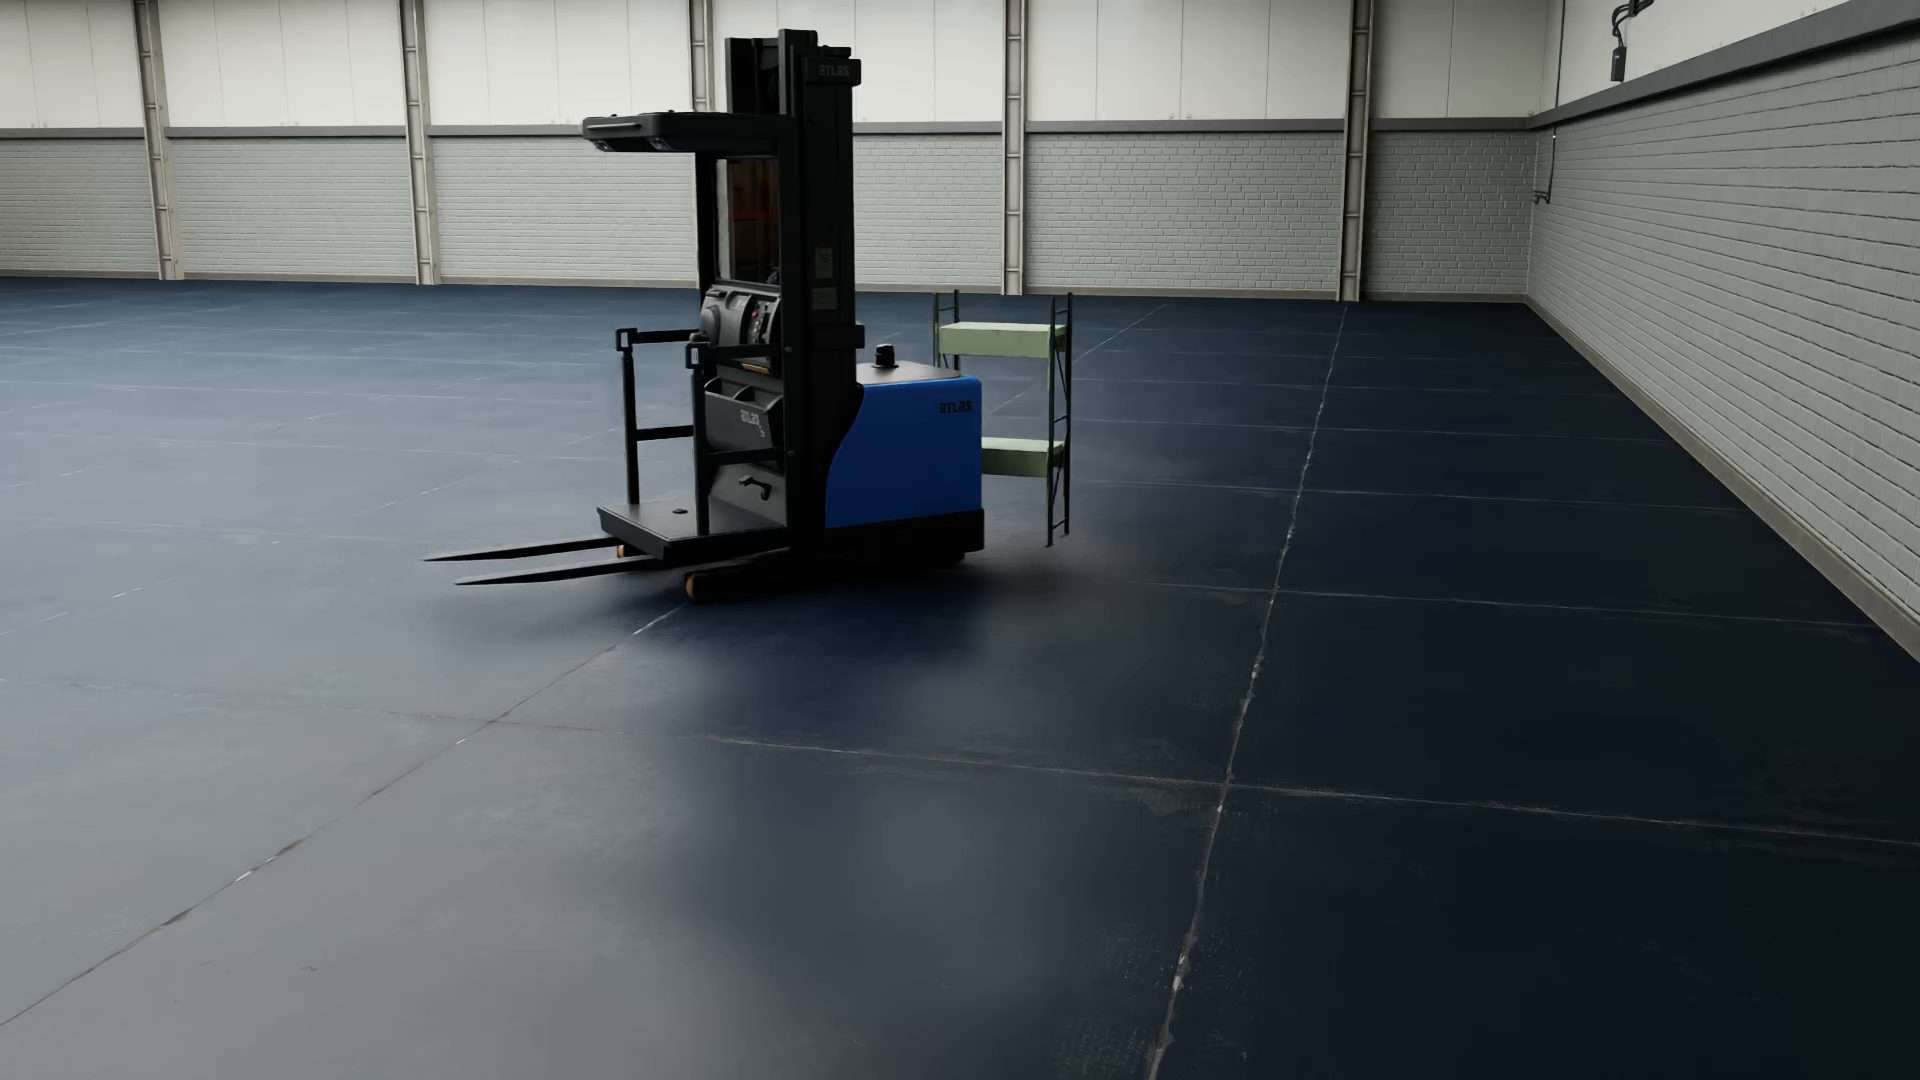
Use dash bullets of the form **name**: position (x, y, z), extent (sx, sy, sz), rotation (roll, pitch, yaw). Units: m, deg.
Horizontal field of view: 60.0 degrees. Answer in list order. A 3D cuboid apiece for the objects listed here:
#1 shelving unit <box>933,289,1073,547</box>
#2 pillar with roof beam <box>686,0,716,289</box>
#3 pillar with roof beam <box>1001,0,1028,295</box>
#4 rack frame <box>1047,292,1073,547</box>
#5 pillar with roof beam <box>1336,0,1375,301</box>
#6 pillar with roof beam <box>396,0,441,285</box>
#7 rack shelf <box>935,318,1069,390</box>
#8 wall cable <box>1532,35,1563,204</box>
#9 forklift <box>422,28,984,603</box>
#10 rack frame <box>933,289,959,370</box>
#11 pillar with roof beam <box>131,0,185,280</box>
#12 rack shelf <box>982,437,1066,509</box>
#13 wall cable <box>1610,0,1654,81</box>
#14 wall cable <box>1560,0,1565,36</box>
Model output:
- **shelving unit**: position (0.261, -0.755, 10.176), extent (0.755, 1.500, 0.431), rotation (4, 13, 19)
- **pillar with roof beam**: position (-5.873, -8.320, 26.956), extent (0.400, 9.000, 9.100), rotation (3, 13, 14)
- **pillar with roof beam**: position (-0.047, -8.008, 25.553), extent (0.400, 9.000, 9.100), rotation (3, 13, 14)
- **rack frame**: position (0.605, -0.729, 10.055), extent (0.023, 1.500, 0.400), rotation (4, 13, 19)
- **pillar with roof beam**: position (5.778, -7.697, 24.149), extent (0.400, 9.000, 9.100), rotation (3, 13, 14)
- **pillar with roof beam**: position (-11.698, -8.631, 28.360), extent (0.400, 9.000, 9.100), rotation (3, 13, 14)
- **rack shelf**: position (0.261, -1.136, 10.091), extent (0.720, 0.370, 0.431), rotation (4, 13, 19)
- **wall cable**: position (9.353, -6.655, 26.624), extent (0.112, 2.526, 3.097), rotation (3, 13, 14)
- **forklift**: position (-1.382, -1.230, 9.011), extent (3.031, 2.935, 1.130), rotation (-8, 15, -31)
- **rack frame**: position (-0.083, -0.782, 10.297), extent (0.023, 1.500, 0.400), rotation (4, 13, 19)
- **pillar with roof beam**: position (-17.523, -8.942, 29.763), extent (0.400, 9.000, 9.100), rotation (3, 13, 14)
- **rack shelf**: position (0.261, -0.437, 10.246), extent (0.720, 0.370, 0.431), rotation (4, 13, 19)
- **wall cable**: position (7.063, -7.836, 16.925), extent (0.169, 6.003, 2.305), rotation (3, 13, 14)
- **wall cable**: position (8.704, -8.552, 23.513), extent (0.112, 2.526, 3.097), rotation (3, 13, 14)
